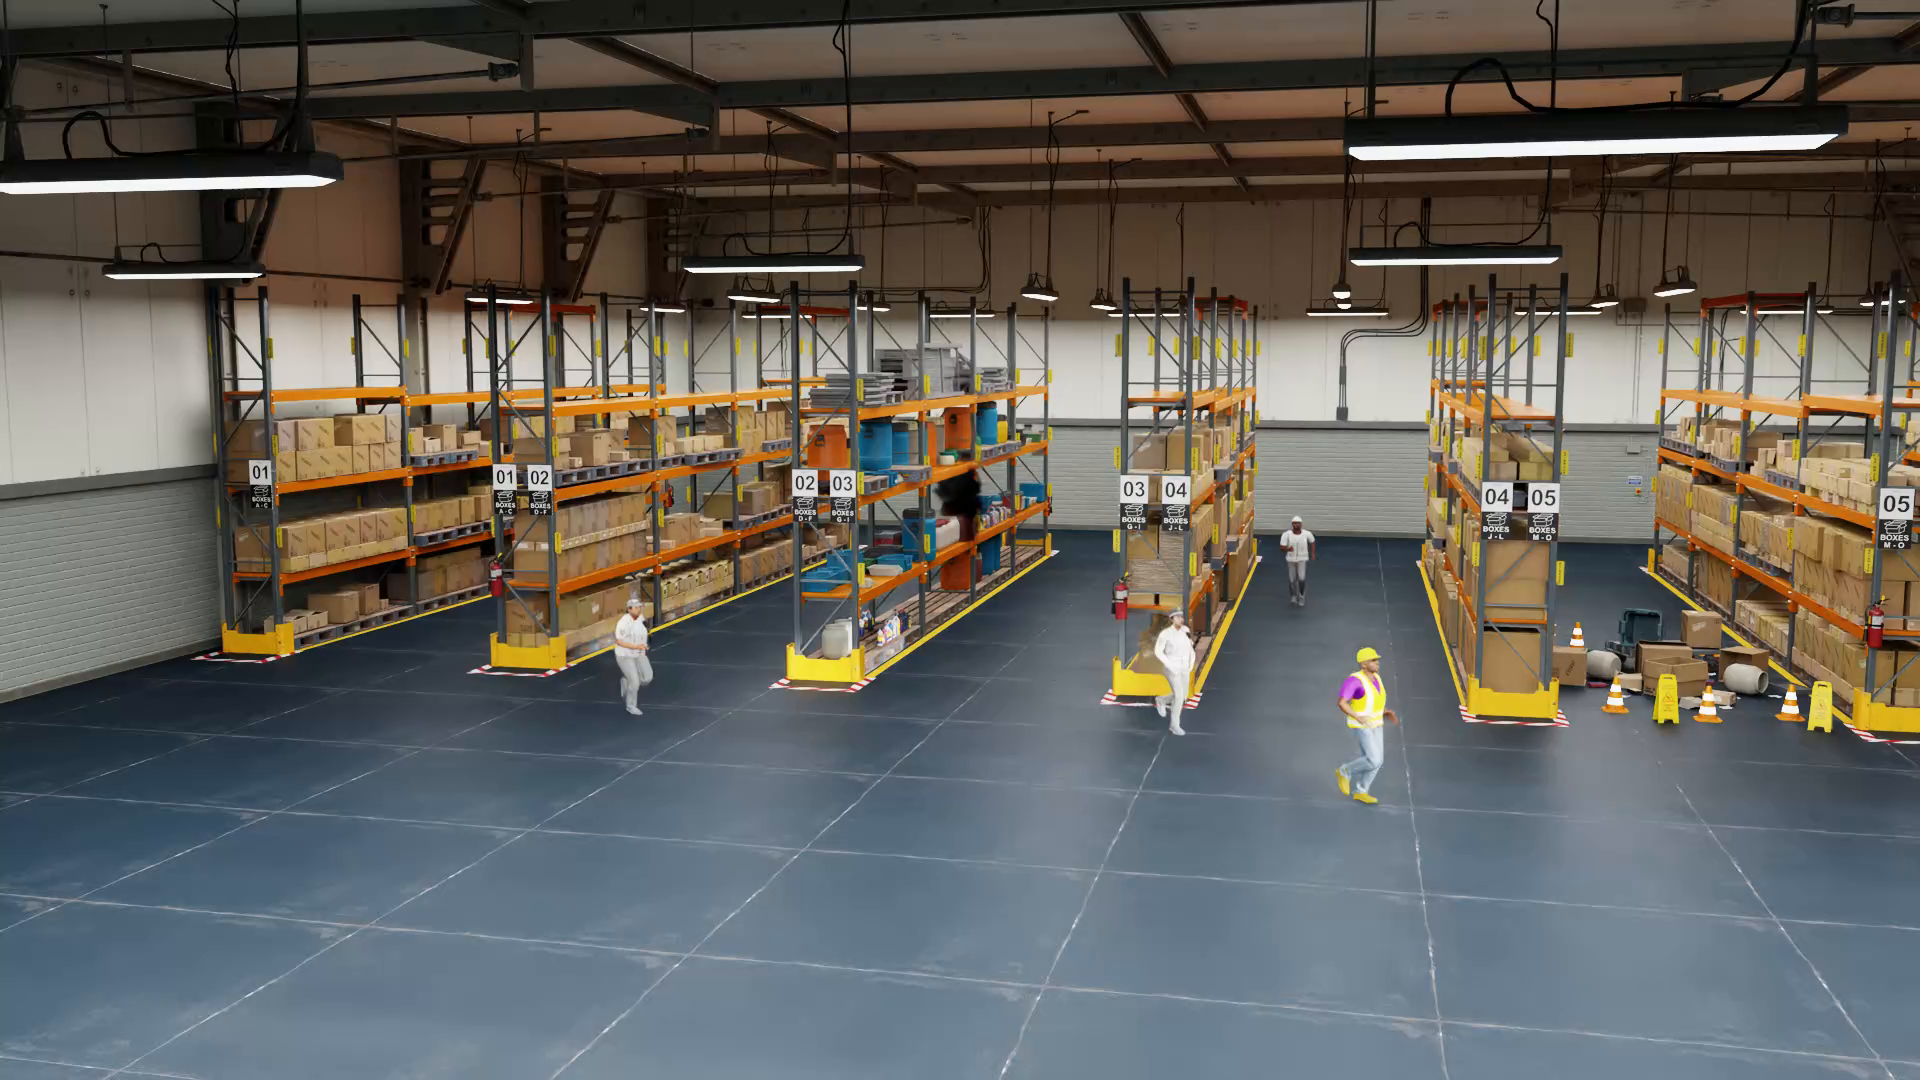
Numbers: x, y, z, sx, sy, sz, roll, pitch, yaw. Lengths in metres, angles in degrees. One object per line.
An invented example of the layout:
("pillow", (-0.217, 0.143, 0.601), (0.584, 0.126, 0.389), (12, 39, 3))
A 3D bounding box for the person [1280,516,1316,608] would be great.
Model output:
("person", (6.547, 0.423, 32.297), (0.672, 1.777, 0.703), (2, 7, 14))

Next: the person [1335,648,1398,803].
("person", (4.478, 2.041, 18.365), (0.575, 1.719, 0.683), (6, 9, 44))

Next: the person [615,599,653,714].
("person", (-4.461, 1.599, 22.858), (0.612, 1.620, 0.645), (4, 8, 33))

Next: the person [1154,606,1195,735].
("person", (2.802, 1.681, 21.847), (0.635, 1.686, 0.629), (-4, 8, -29))
